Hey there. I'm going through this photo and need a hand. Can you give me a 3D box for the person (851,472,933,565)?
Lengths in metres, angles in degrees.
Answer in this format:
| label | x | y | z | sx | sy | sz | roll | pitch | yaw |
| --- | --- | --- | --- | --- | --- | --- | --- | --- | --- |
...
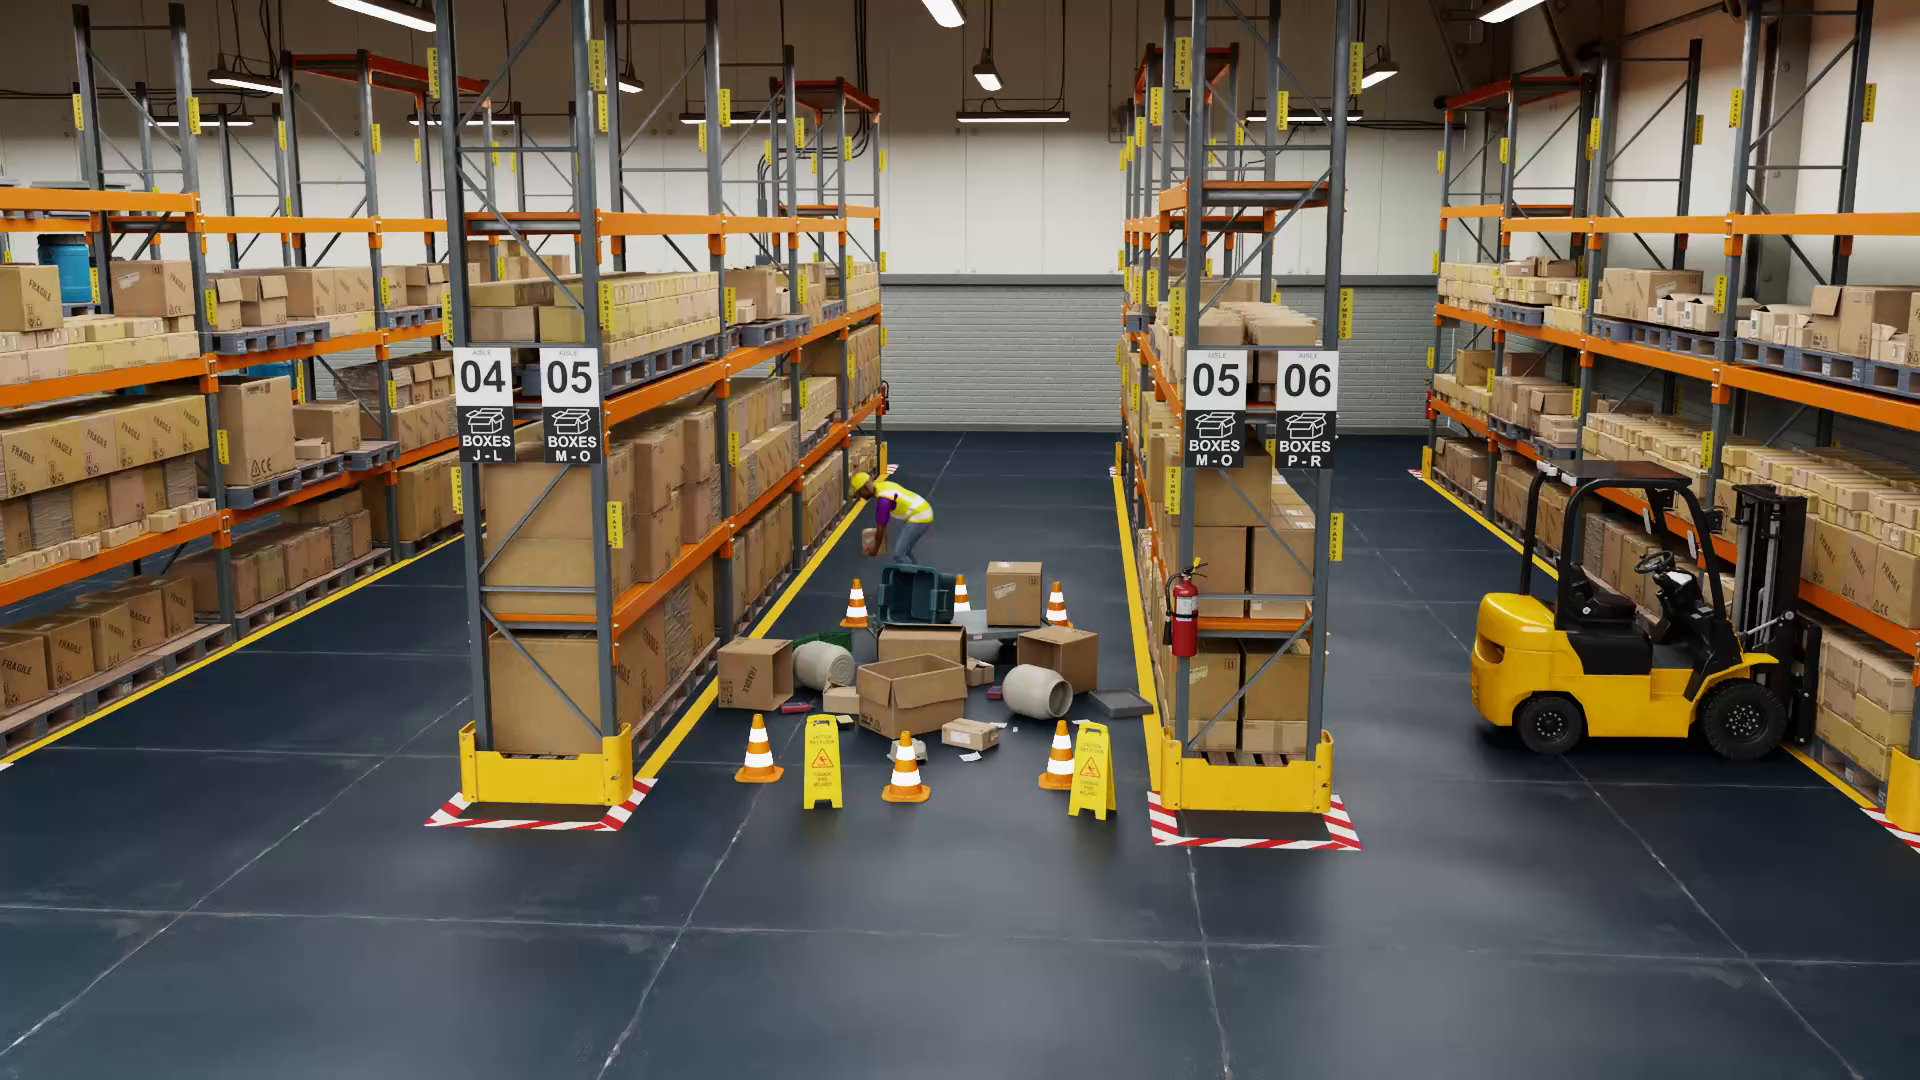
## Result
| label | x | y | z | sx | sy | sz | roll | pitch | yaw |
| --- | --- | --- | --- | --- | --- | --- | --- | --- | --- |
| person | -0.740 | -0.059 | 18.219 | 0.897 | 1.376 | 0.490 | 0 | 11 | 2 |
